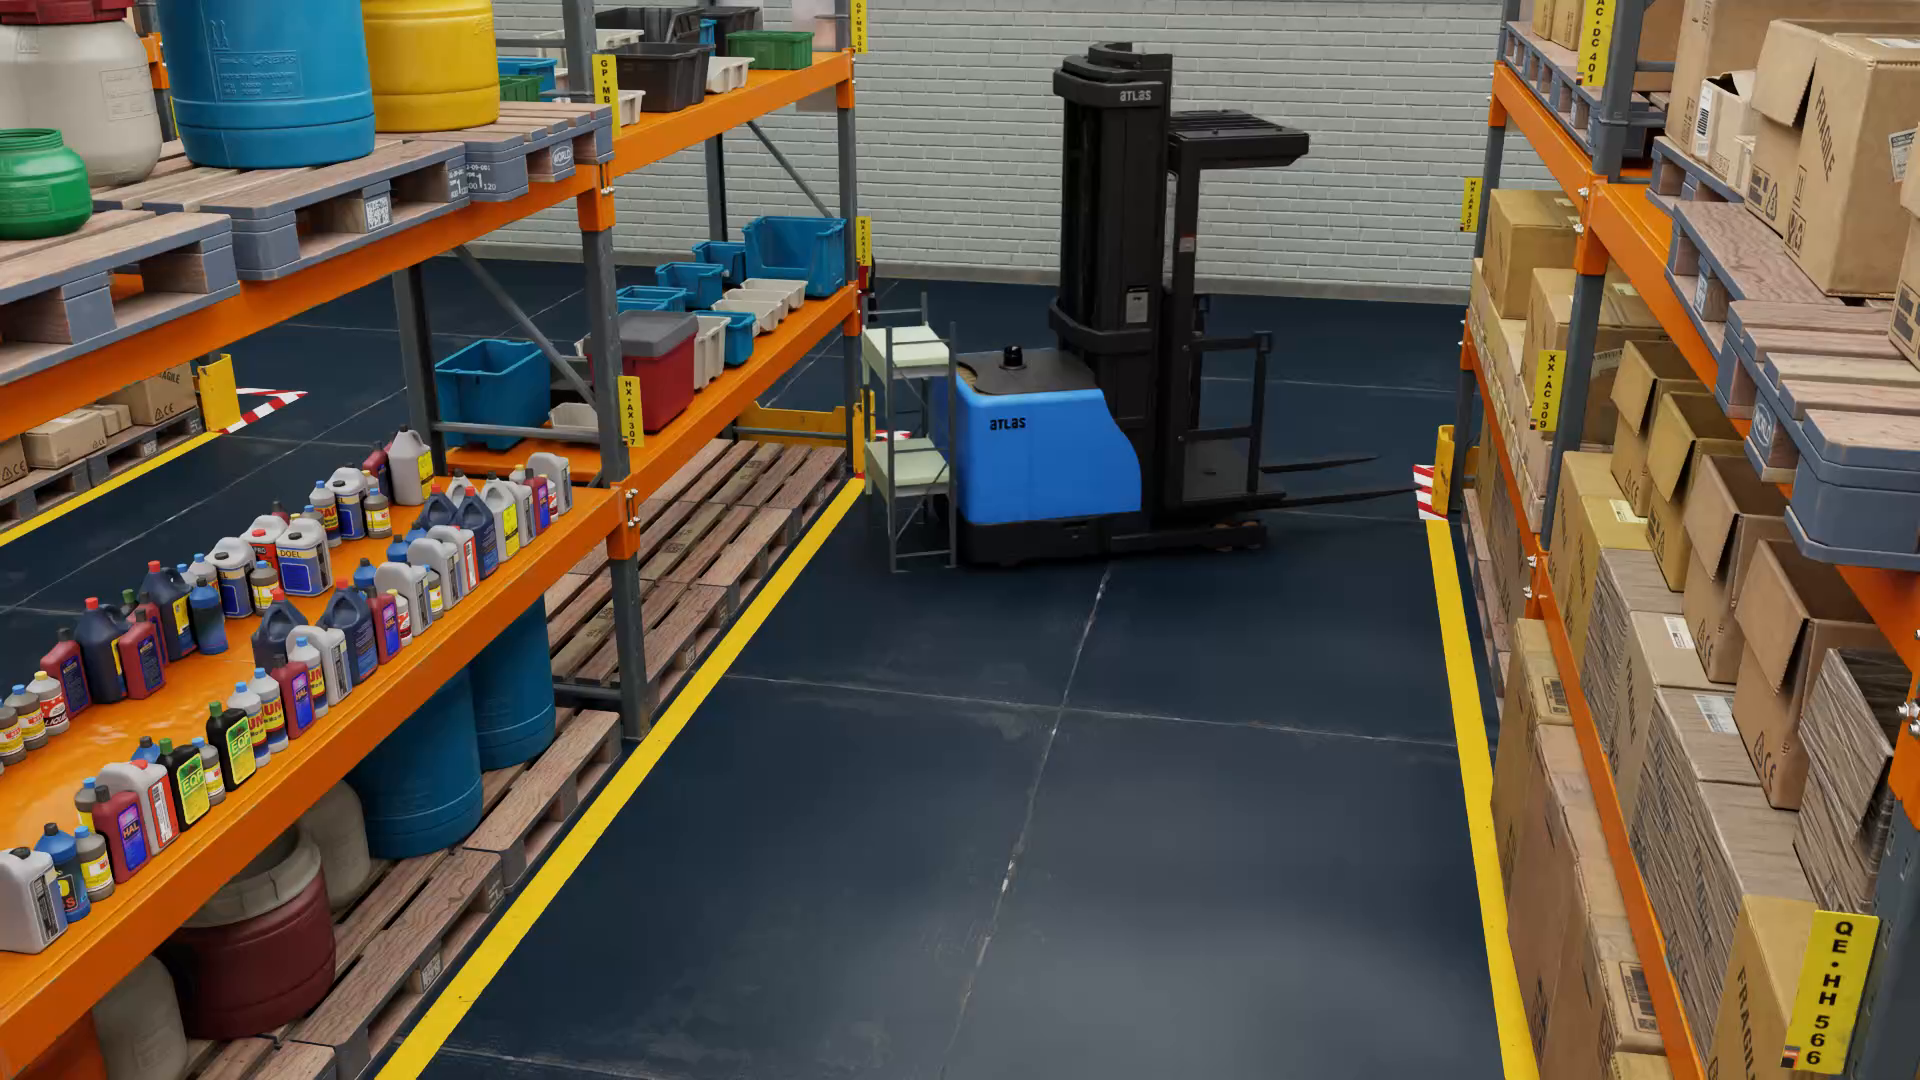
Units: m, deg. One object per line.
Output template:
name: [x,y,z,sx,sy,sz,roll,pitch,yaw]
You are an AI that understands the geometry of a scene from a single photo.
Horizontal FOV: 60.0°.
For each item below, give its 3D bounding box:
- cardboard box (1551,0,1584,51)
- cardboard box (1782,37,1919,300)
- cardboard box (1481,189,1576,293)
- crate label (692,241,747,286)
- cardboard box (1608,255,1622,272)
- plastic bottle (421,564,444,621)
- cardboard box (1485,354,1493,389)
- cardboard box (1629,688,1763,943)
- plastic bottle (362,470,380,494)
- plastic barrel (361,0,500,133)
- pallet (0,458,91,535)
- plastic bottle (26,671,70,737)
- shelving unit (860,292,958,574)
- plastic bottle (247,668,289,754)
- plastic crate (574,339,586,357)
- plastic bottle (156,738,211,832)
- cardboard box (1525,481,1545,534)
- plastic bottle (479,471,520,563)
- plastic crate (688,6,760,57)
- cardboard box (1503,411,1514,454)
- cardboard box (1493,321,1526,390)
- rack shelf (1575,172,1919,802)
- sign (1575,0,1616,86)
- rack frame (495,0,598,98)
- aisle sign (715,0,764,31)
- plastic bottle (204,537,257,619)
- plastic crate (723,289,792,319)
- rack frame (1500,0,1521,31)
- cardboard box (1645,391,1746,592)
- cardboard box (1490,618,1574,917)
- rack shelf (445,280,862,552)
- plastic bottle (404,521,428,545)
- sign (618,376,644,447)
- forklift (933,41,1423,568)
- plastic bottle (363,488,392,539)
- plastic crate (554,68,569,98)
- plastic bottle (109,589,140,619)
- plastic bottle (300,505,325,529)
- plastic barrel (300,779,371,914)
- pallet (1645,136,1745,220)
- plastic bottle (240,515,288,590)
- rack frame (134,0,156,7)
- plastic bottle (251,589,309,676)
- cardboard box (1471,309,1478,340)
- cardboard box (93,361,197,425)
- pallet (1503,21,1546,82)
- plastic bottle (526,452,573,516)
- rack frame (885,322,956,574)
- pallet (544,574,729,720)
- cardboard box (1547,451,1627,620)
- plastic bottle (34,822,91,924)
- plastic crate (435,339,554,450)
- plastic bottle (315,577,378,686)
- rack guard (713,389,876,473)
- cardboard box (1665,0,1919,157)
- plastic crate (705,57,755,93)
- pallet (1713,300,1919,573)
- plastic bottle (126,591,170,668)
cardboard box: [3.322,-2.664,8.107,0.700,0.500,0.500,3,22,7]
cardboard box: [2.179,-0.826,3.678,0.500,0.500,0.500,6,23,14]
cardboard box: [3.203,-1.647,9.226,0.500,0.500,0.500,4,22,10]
crate label: [-1.554,-1.831,11.028,0.416,0.233,0.303,4,22,11]
cardboard box: [3.825,-1.786,9.573,0.500,0.500,0.500,5,22,12]
plastic bottle: [-1.964,0.190,6.133,0.097,0.201,0.097,0,22,0]
cardboard box: [3.012,-0.877,8.852,0.380,0.149,0.250,4,22,10]
cardboard box: [2.103,0.740,4.368,0.500,0.500,0.500,4,22,9]
plastic bottle: [-2.523,-0.197,7.093,0.097,0.201,0.097,0,22,0]
plastic barrel: [-1.986,-1.807,5.997,0.600,0.588,0.600,0,22,0]
pallet: [-6.458,-0.267,10.734,1.003,0.211,1.213,4,22,11]
plastic bottle: [-2.922,0.517,5.320,0.097,0.201,0.097,0,22,0]
shelving unit: [-0.308,-0.650,9.960,0.431,1.500,0.755,-5,23,-13]
plastic bottle: [-2.170,0.528,5.201,0.097,0.271,0.097,0,22,0]
plastic crate: [-1.937,-1.048,9.214,0.293,0.136,0.466,4,22,11]
plastic bottle: [-2.243,0.686,4.792,0.061,0.283,0.133,4,22,11]
cardboard box: [2.592,-0.125,6.986,0.380,0.149,0.250,5,22,11]
plastic bottle: [-1.865,-0.099,6.650,0.144,0.351,0.185,4,22,11]
plastic crate: [-1.533,-3.157,10.337,0.497,0.269,0.590,4,22,11]
cardboard box: [2.802,-0.502,7.921,0.380,0.149,0.250,5,22,12]
cardboard box: [2.998,-0.916,8.417,0.500,0.250,0.500,4,22,10]
rack shelf: [2.443,-0.432,4.358,1.077,0.370,4.000,4,22,11]
sign: [2.307,-1.815,6.032,0.100,0.325,0.005,4,22,11]
rack frame: [-1.998,-3.266,6.417,1.000,3.000,0.127,4,22,11]
aisle sign: [-1.458,-3.201,10.806,0.394,0.787,0.004,4,22,11]
plastic bottle: [-2.702,0.138,6.161,0.152,0.276,0.135,4,22,11]
plastic crate: [-1.244,-1.434,10.173,0.396,0.136,0.243,4,22,11]
rack frame: [3.667,-4.351,9.112,1.000,3.000,0.127,4,22,11]
cardboard box: [2.577,-0.133,5.192,0.797,0.503,0.637,5,22,12]
cardboard box: [2.740,0.921,6.334,1.225,0.875,0.875,5,22,11]
rack shelf: [-1.590,-0.881,9.488,1.077,0.370,4.000,4,22,11]
plastic bottle: [-2.065,0.061,6.360,0.097,0.271,0.097,0,22,0]
sign: [-1.460,-0.569,7.380,0.100,0.325,0.005,4,22,11]
forklift: [1.400,-1.474,10.089,3.031,2.935,1.130,-5,23,-13]
plastic bottle: [-2.414,-0.114,6.888,0.097,0.201,0.097,0,22,0]
plastic crate: [-2.111,-2.246,8.254,0.293,0.136,0.466,4,22,11]
plastic bottle: [-2.851,0.319,5.702,0.061,0.283,0.133,4,22,11]
plastic bottle: [-2.610,-0.041,6.706,0.097,0.201,0.097,0,22,0]
plastic barrel: [-2.473,1.133,6.294,0.421,0.512,0.421,0,22,0]
pallet: [2.712,-1.069,5.234,0.805,0.209,1.217,4,22,9]
plastic bottle: [-2.654,0.053,6.372,0.152,0.276,0.135,4,22,11]
rack frame: [-6.030,-5.108,10.990,1.000,3.000,0.127,4,22,11]
plastic bottle: [-2.266,0.341,5.557,0.144,0.351,0.185,4,22,11]
cardboard box: [3.221,-1.253,9.786,0.380,0.149,0.250,4,22,10]
cardboard box: [-5.900,-1.152,11.955,0.500,0.500,0.500,4,22,11]
pallet: [3.526,-2.647,9.013,1.003,0.211,1.213,4,22,11]
plastic bottle: [-1.762,-0.257,7.142,0.152,0.276,0.135,4,22,11]
rack frame: [-0.221,-0.517,9.630,0.400,1.500,0.023,-5,23,-13]
pallet: [-1.886,0.539,8.734,1.003,0.211,1.213,4,22,11]
cardboard box: [2.512,-0.003,6.211,0.500,0.500,0.500,5,22,11]
plastic bottle: [-2.359,0.866,4.361,0.097,0.271,0.097,0,22,0]
plastic crate: [-2.237,-0.700,8.018,0.392,0.384,0.575,4,22,11]
plastic bottle: [-2.090,0.304,5.650,0.144,0.351,0.185,4,22,11]
rack guard: [-1.190,-0.796,11.661,1.175,0.500,0.348,4,22,11]
cardboard box: [2.742,-1.525,5.414,0.700,0.500,0.500,5,22,12]
plastic crate: [-1.360,-2.440,8.736,0.437,0.136,0.530,4,22,11]
pallet: [2.114,-0.186,3.038,1.213,0.211,1.003,6,23,13]
plastic bottle: [-2.792,0.324,5.691,0.061,0.283,0.133,4,22,11]
